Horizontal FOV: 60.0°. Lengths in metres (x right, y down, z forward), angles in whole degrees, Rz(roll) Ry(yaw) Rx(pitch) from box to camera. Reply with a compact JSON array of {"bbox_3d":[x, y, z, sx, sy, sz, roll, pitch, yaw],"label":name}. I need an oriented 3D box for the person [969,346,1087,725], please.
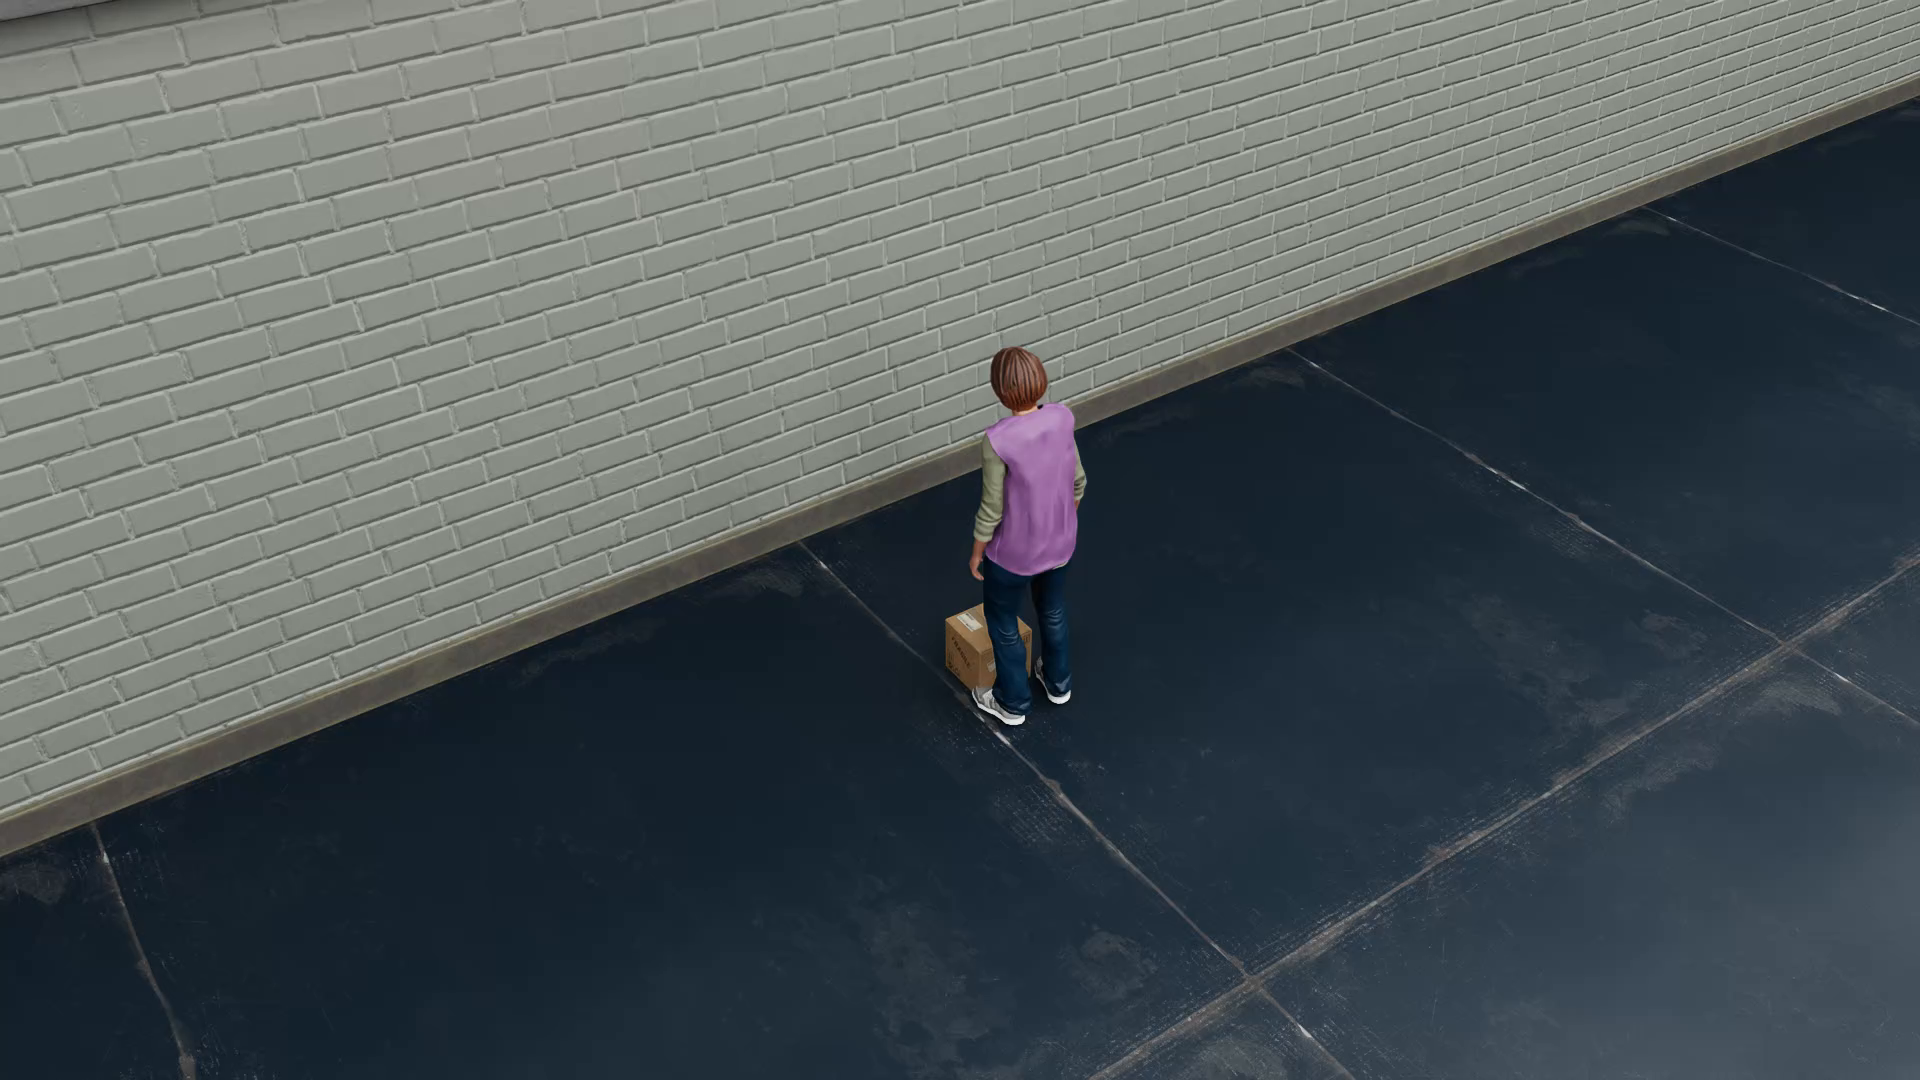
[{"bbox_3d":[0.244,0.059,6.175,0.465,1.478,0.344,-21,42,-25],"label":"person"}]
